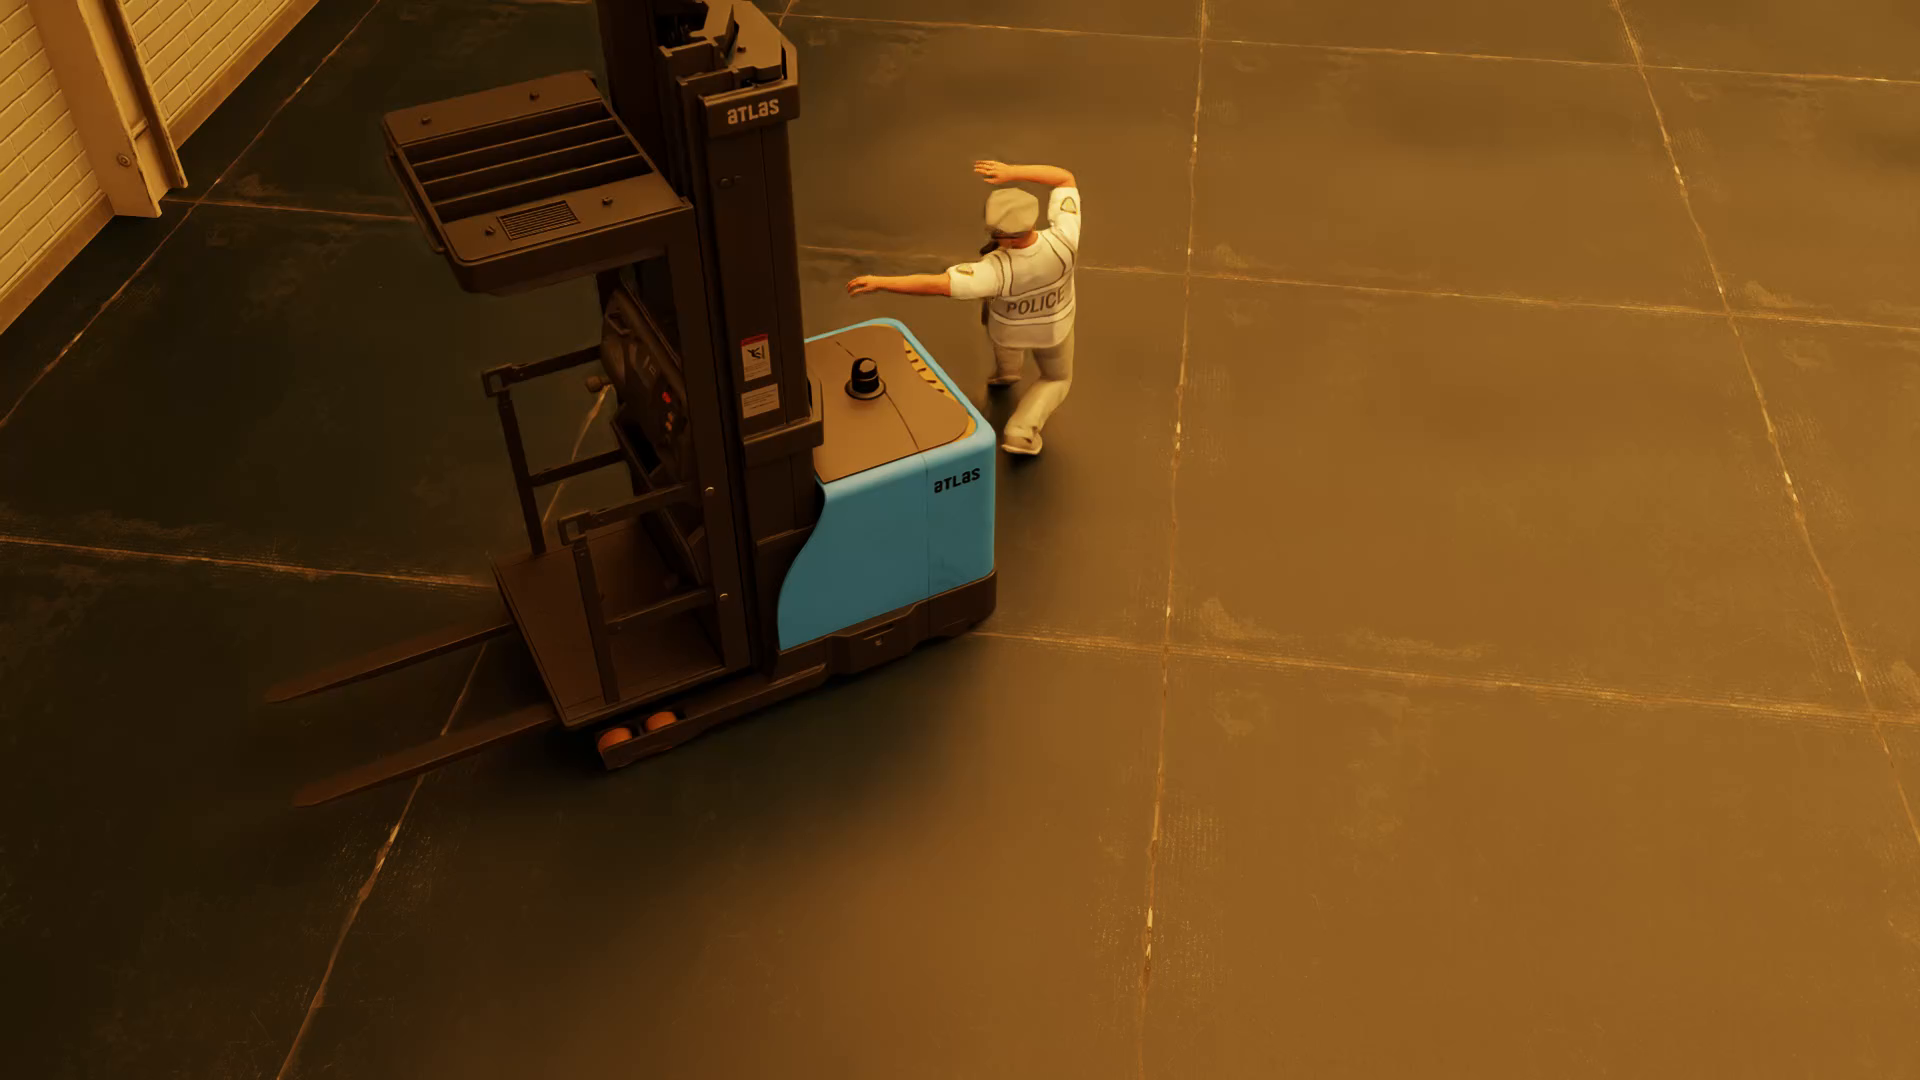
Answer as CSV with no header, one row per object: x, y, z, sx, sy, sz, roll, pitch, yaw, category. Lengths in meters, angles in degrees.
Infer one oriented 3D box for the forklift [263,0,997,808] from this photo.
-1.385,-0.552,6.326,3.031,2.935,1.130,-19,46,-20,forklift

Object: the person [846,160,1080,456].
0.027,-1.161,8.083,1.078,1.535,0.880,1,43,2,person
